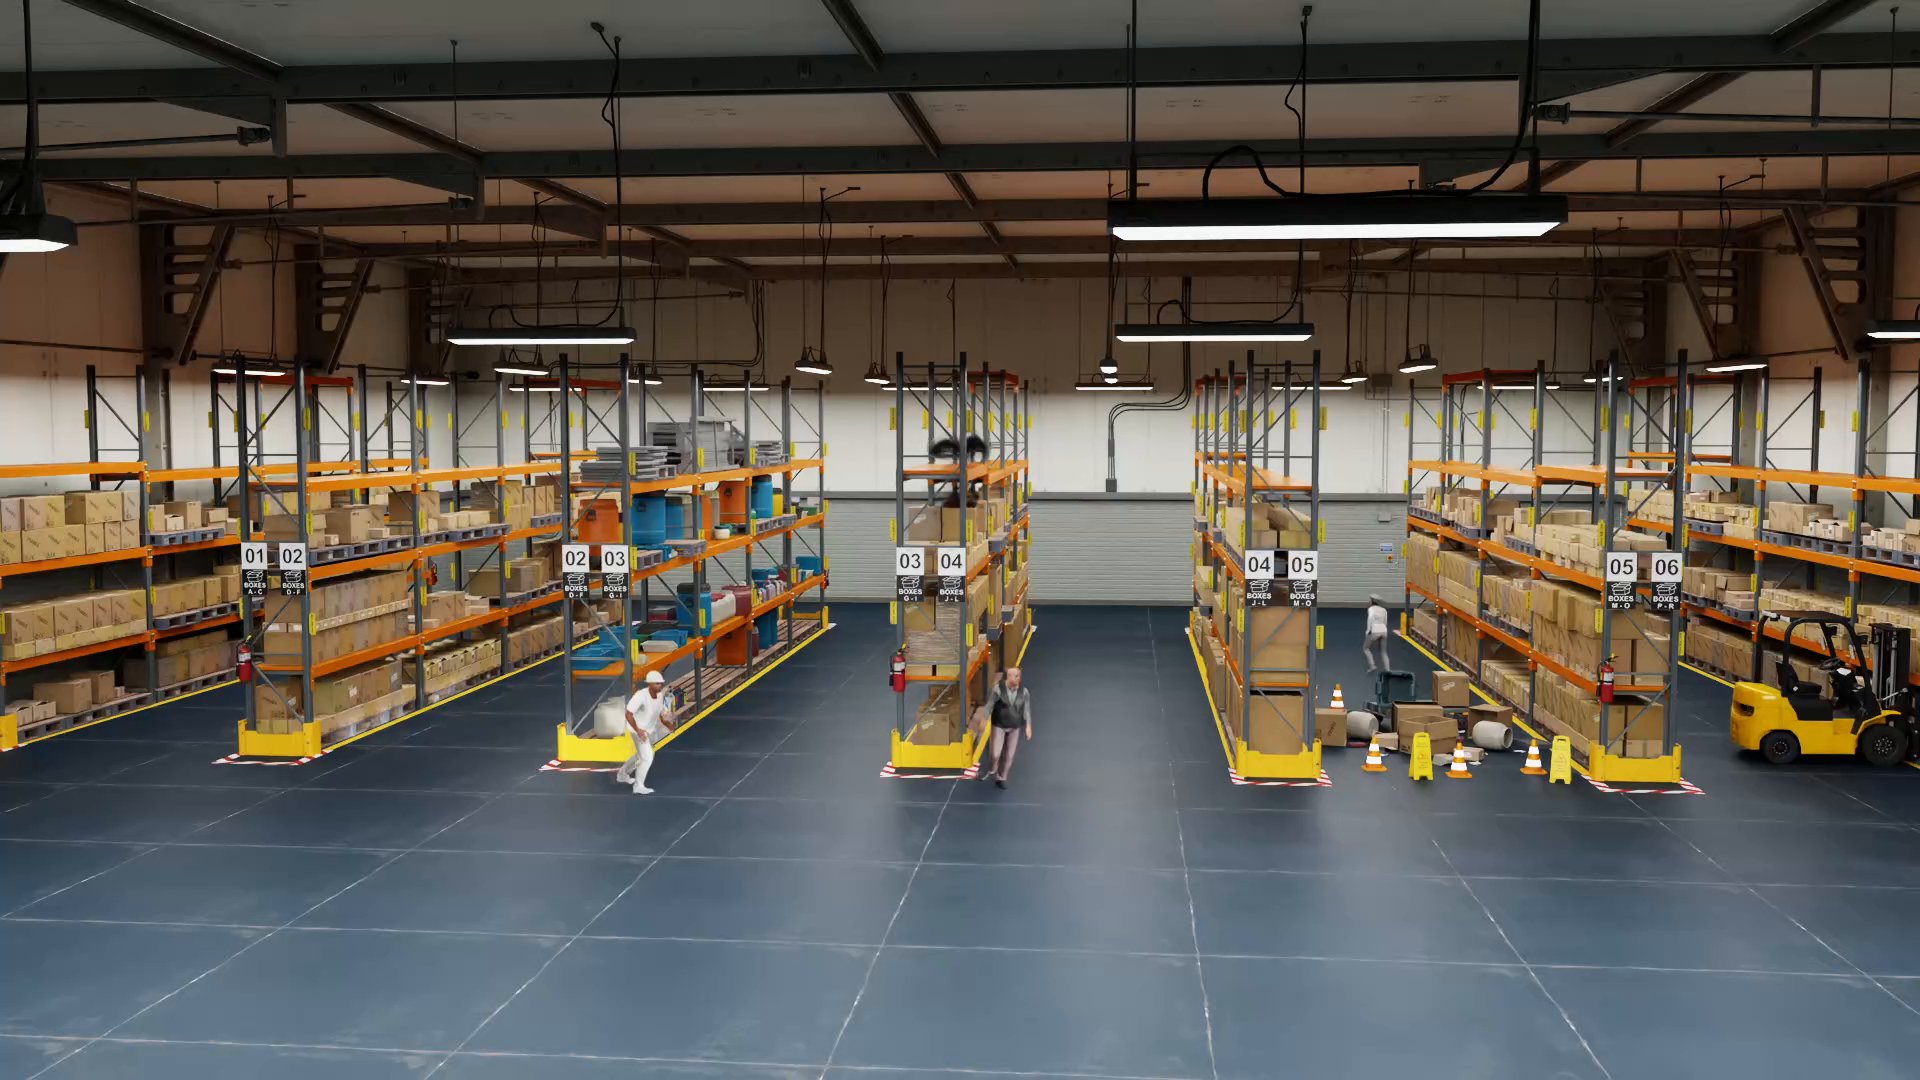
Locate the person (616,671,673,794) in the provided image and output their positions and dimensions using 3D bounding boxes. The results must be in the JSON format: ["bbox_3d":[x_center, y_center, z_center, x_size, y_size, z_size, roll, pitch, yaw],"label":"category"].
[{"bbox_3d":[-4.319,2.577,22.420,0.873,1.672,0.697,1,4,17],"label":"person"}]

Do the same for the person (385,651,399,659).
[{"bbox_3d":[-11.290,1.877,32.710,0.656,1.610,0.789,0,4,-6],"label":"person"}]

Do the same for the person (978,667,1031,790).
[{"bbox_3d":[0.612,2.565,22.689,0.689,1.707,0.536,-1,4,-15],"label":"person"}]

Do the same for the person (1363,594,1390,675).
[{"bbox_3d":[8.199,1.875,32.715,0.593,1.601,0.895,-1,4,-15],"label":"person"}]
